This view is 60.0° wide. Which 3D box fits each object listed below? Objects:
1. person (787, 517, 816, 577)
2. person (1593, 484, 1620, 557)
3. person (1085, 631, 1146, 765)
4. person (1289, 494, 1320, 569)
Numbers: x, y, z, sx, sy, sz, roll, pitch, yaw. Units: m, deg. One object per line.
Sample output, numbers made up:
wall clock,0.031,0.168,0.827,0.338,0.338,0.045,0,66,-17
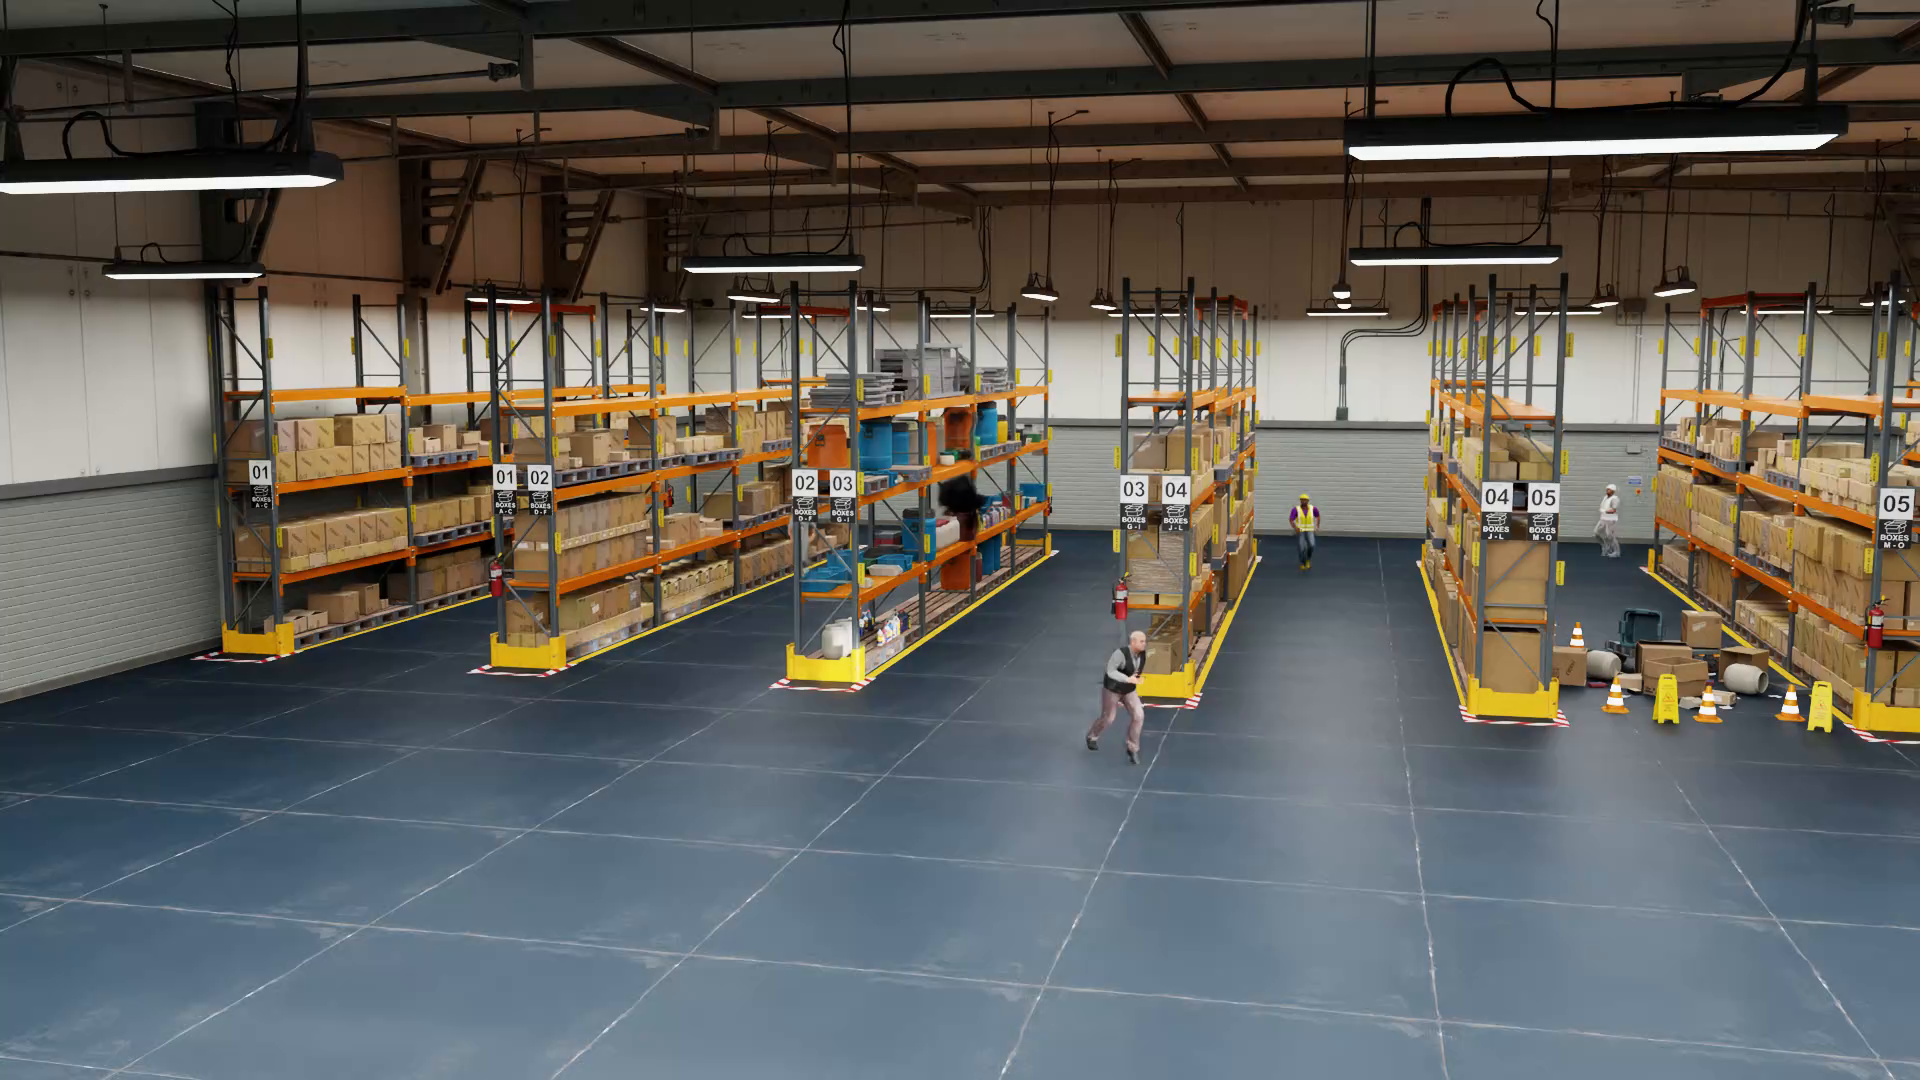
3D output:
person,-3.190,0.062,33.479,0.578,1.644,0.640,1,7,11
person,15.517,-0.460,39.872,0.692,1.776,0.659,-1,7,-10
person,1.924,1.891,20.327,0.700,1.682,0.988,-5,9,-39
person,7.814,-0.181,37.631,0.721,1.727,0.593,0,7,3
